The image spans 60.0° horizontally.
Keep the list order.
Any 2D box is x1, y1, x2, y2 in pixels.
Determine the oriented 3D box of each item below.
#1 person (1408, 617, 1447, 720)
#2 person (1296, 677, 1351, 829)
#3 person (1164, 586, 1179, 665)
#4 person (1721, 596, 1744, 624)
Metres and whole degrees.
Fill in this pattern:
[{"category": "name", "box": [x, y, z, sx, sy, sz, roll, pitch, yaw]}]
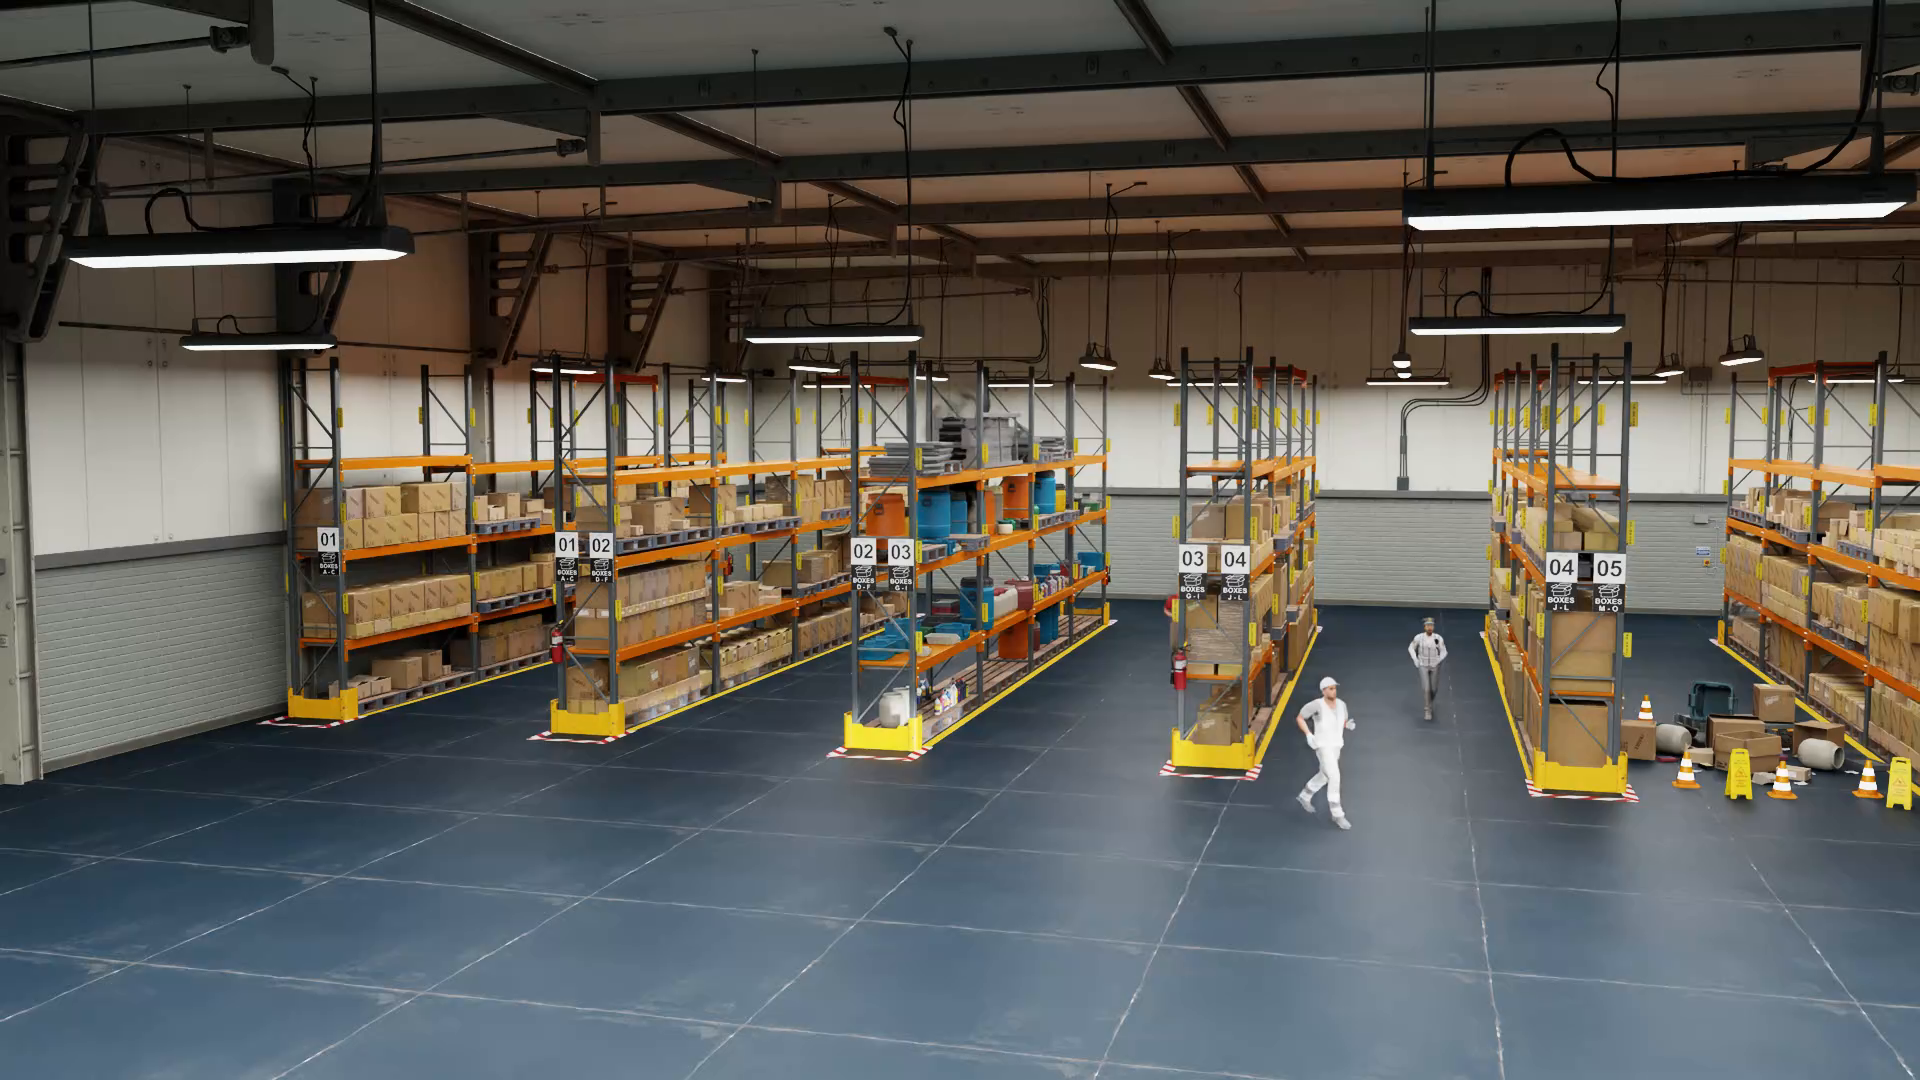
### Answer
[{"category": "person", "box": [7.838, 2.124, 27.869, 0.625, 1.687, 0.700, 1, 4, 10]}, {"category": "person", "box": [4.558, 2.589, 20.608, 0.630, 1.813, 0.920, -3, 5, -35]}, {"category": "person", "box": [4.334, 1.668, 32.653, 0.668, 1.664, 0.797, 1, 4, 8]}, {"category": "person", "box": [17.664, 1.392, 37.933, 0.529, 1.659, 0.797, 3, 5, 36]}]
